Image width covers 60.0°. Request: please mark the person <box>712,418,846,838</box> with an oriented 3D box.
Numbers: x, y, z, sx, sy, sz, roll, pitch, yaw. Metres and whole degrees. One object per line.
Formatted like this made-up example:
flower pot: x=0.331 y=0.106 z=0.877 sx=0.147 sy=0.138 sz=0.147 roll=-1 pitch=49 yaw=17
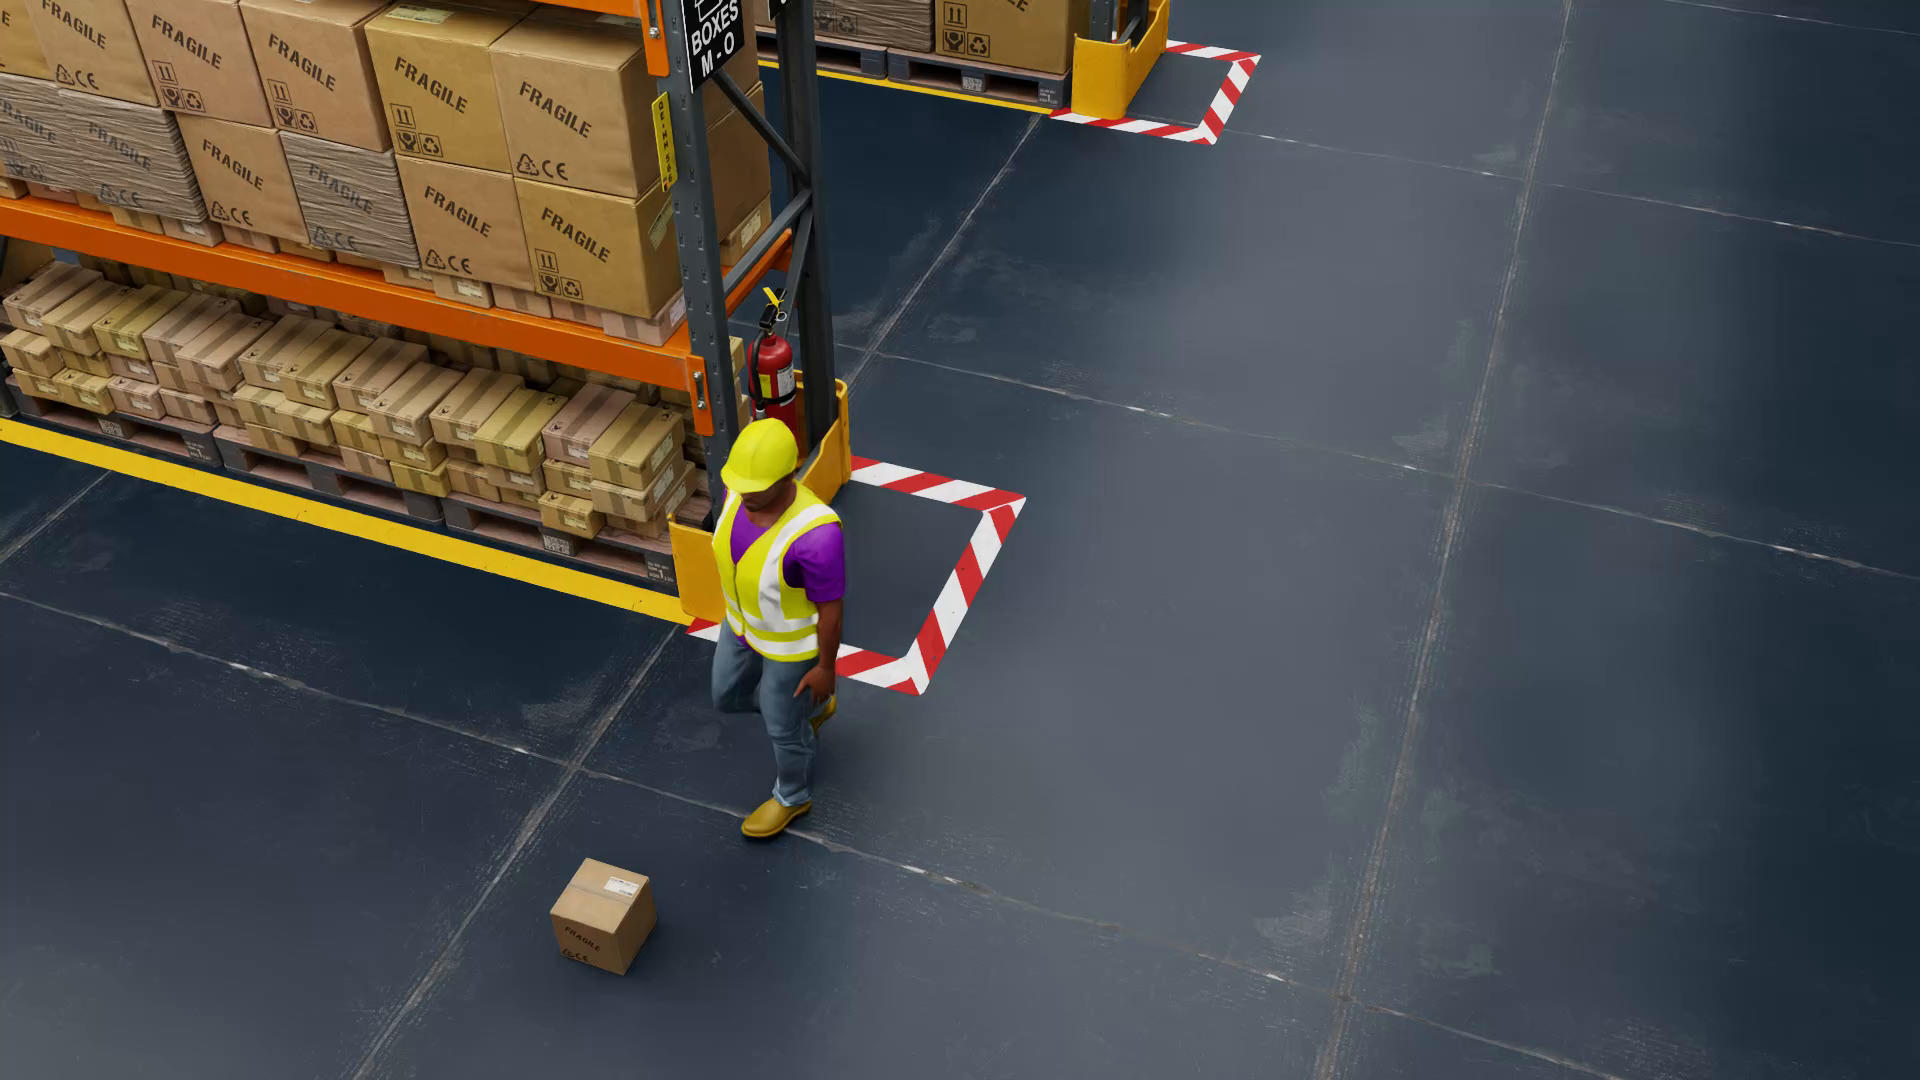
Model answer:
person: x=-0.625 y=0.301 z=5.786 sx=0.581 sy=1.767 sz=0.590 roll=-30 pitch=50 yaw=-30
